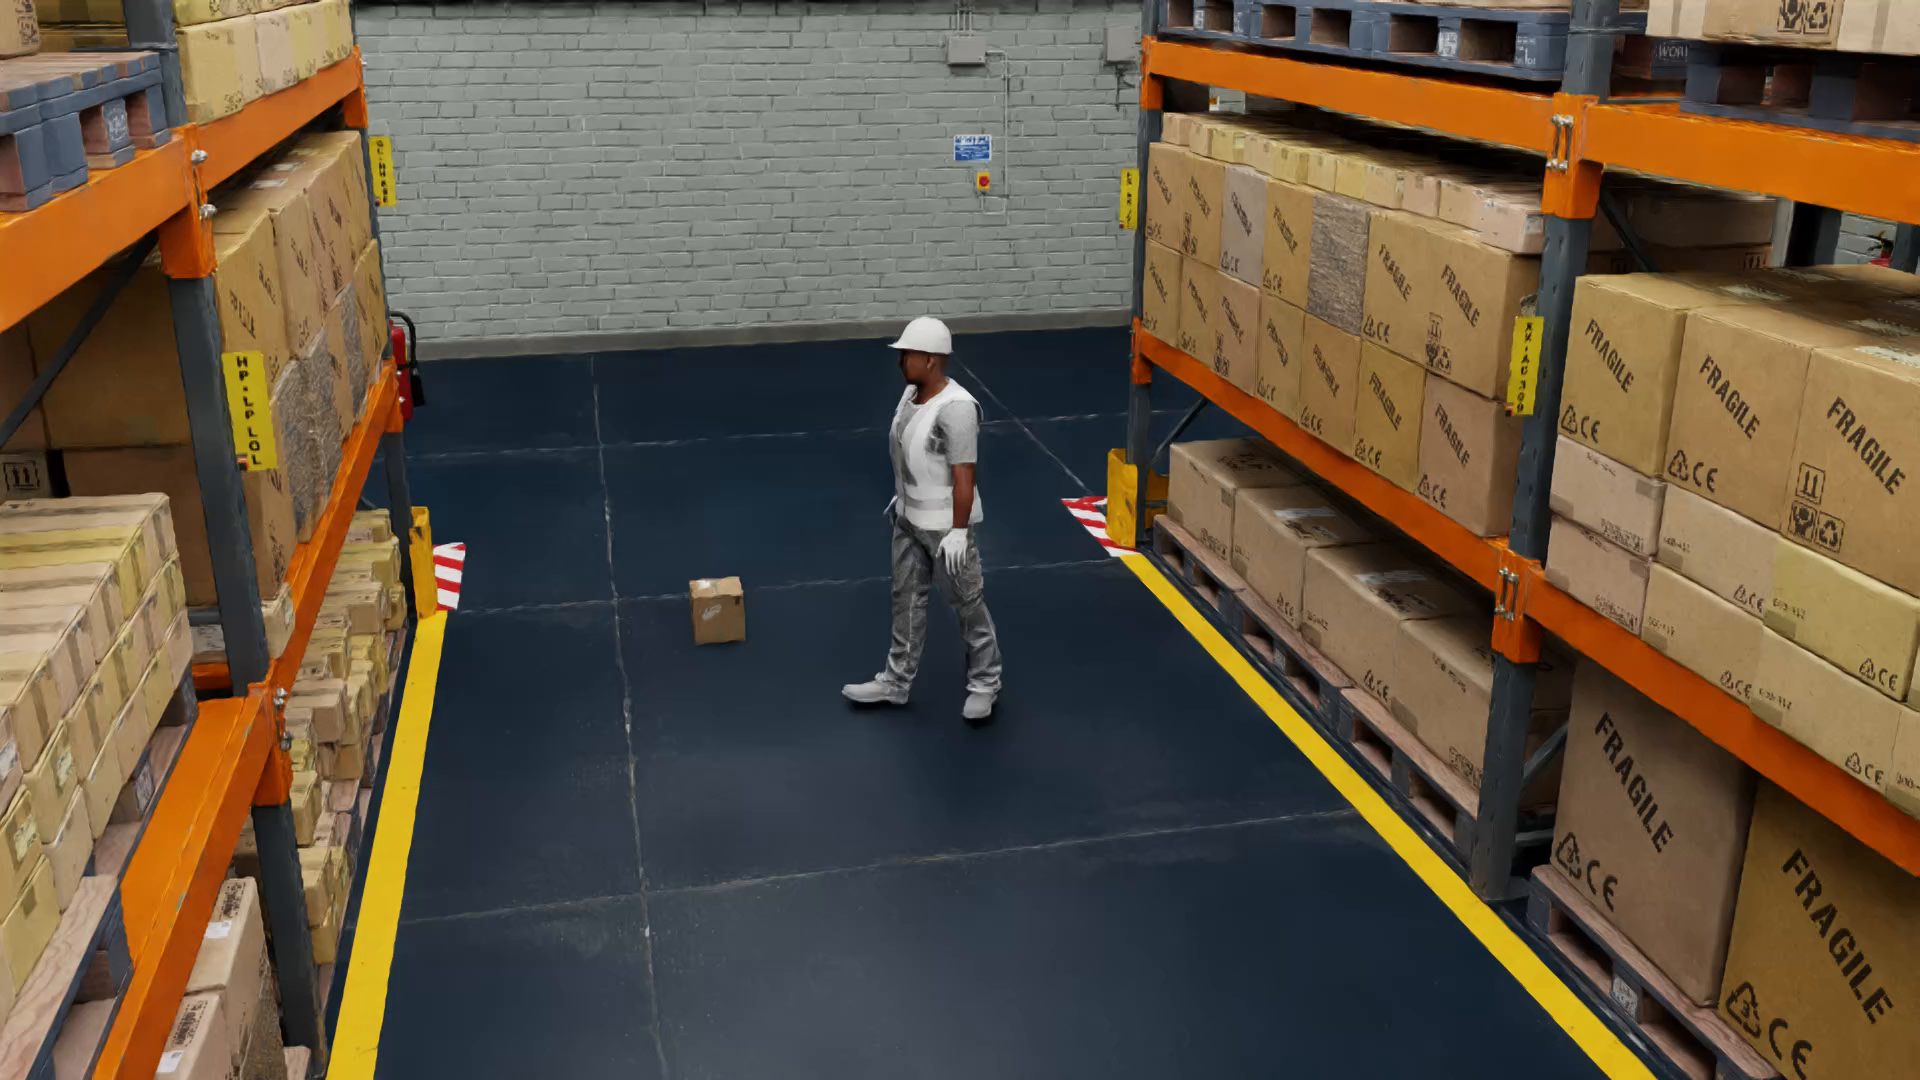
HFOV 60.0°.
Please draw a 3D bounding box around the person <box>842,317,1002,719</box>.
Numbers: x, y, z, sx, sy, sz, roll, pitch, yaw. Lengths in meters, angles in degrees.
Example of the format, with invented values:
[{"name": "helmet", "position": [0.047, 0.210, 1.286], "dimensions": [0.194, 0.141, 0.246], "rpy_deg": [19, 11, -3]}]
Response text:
[{"name": "person", "position": [-0.174, -0.093, 7.273], "dimensions": [0.639, 1.786, 0.706], "rpy_deg": [-10, 22, -27]}]
